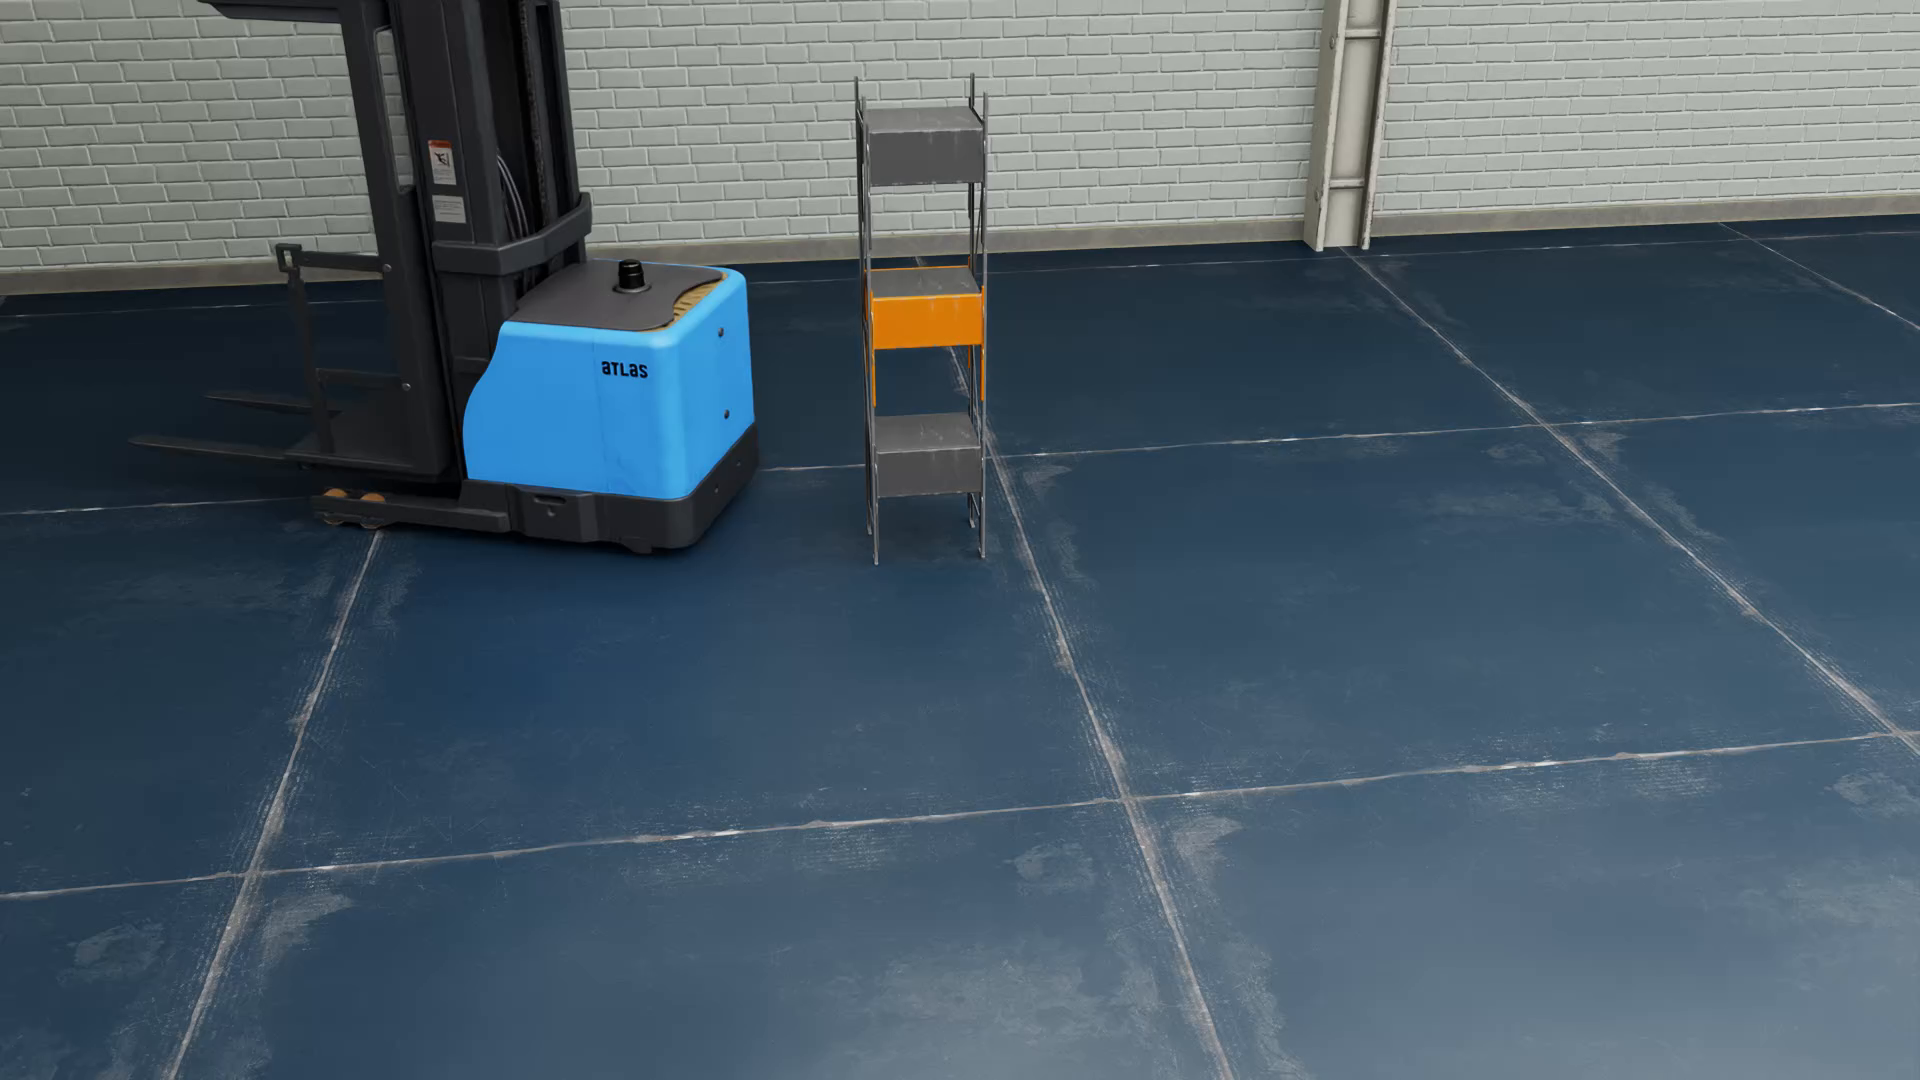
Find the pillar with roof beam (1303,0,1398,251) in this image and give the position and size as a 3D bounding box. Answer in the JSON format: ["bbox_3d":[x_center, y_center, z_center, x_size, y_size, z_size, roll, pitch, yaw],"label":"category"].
[{"bbox_3d":[3.279,-4.175,6.029,0.400,9.000,9.100,-4,27,-7],"label":"pillar with roof beam"}]

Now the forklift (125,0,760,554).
[{"bbox_3d":[-2.576,-1.582,7.623,3.031,2.935,1.130,6,28,12],"label":"forklift"}]

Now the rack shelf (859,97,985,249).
[{"bbox_3d":[-0.164,-1.534,6.937,0.480,0.518,0.431,-4,27,-7],"label":"rack shelf"}]

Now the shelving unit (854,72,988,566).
[{"bbox_3d":[-0.164,-0.924,7.250,0.503,2.100,0.431,-4,27,-7],"label":"shelving unit"}]

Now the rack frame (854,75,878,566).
[{"bbox_3d":[-0.406,-0.908,7.220,0.015,2.100,0.400,-4,27,-7],"label":"rack frame"}]

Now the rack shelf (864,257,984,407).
[{"bbox_3d":[-0.164,-0.912,7.256,0.480,0.518,0.431,-4,27,-7],"label":"rack shelf"}]

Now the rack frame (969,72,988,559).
[{"bbox_3d":[0.078,-0.939,7.280,0.015,2.100,0.400,-4,27,-7],"label":"rack frame"}]

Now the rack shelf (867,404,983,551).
[{"bbox_3d":[-0.164,-0.289,7.576,0.480,0.518,0.431,-4,27,-7],"label":"rack shelf"}]
